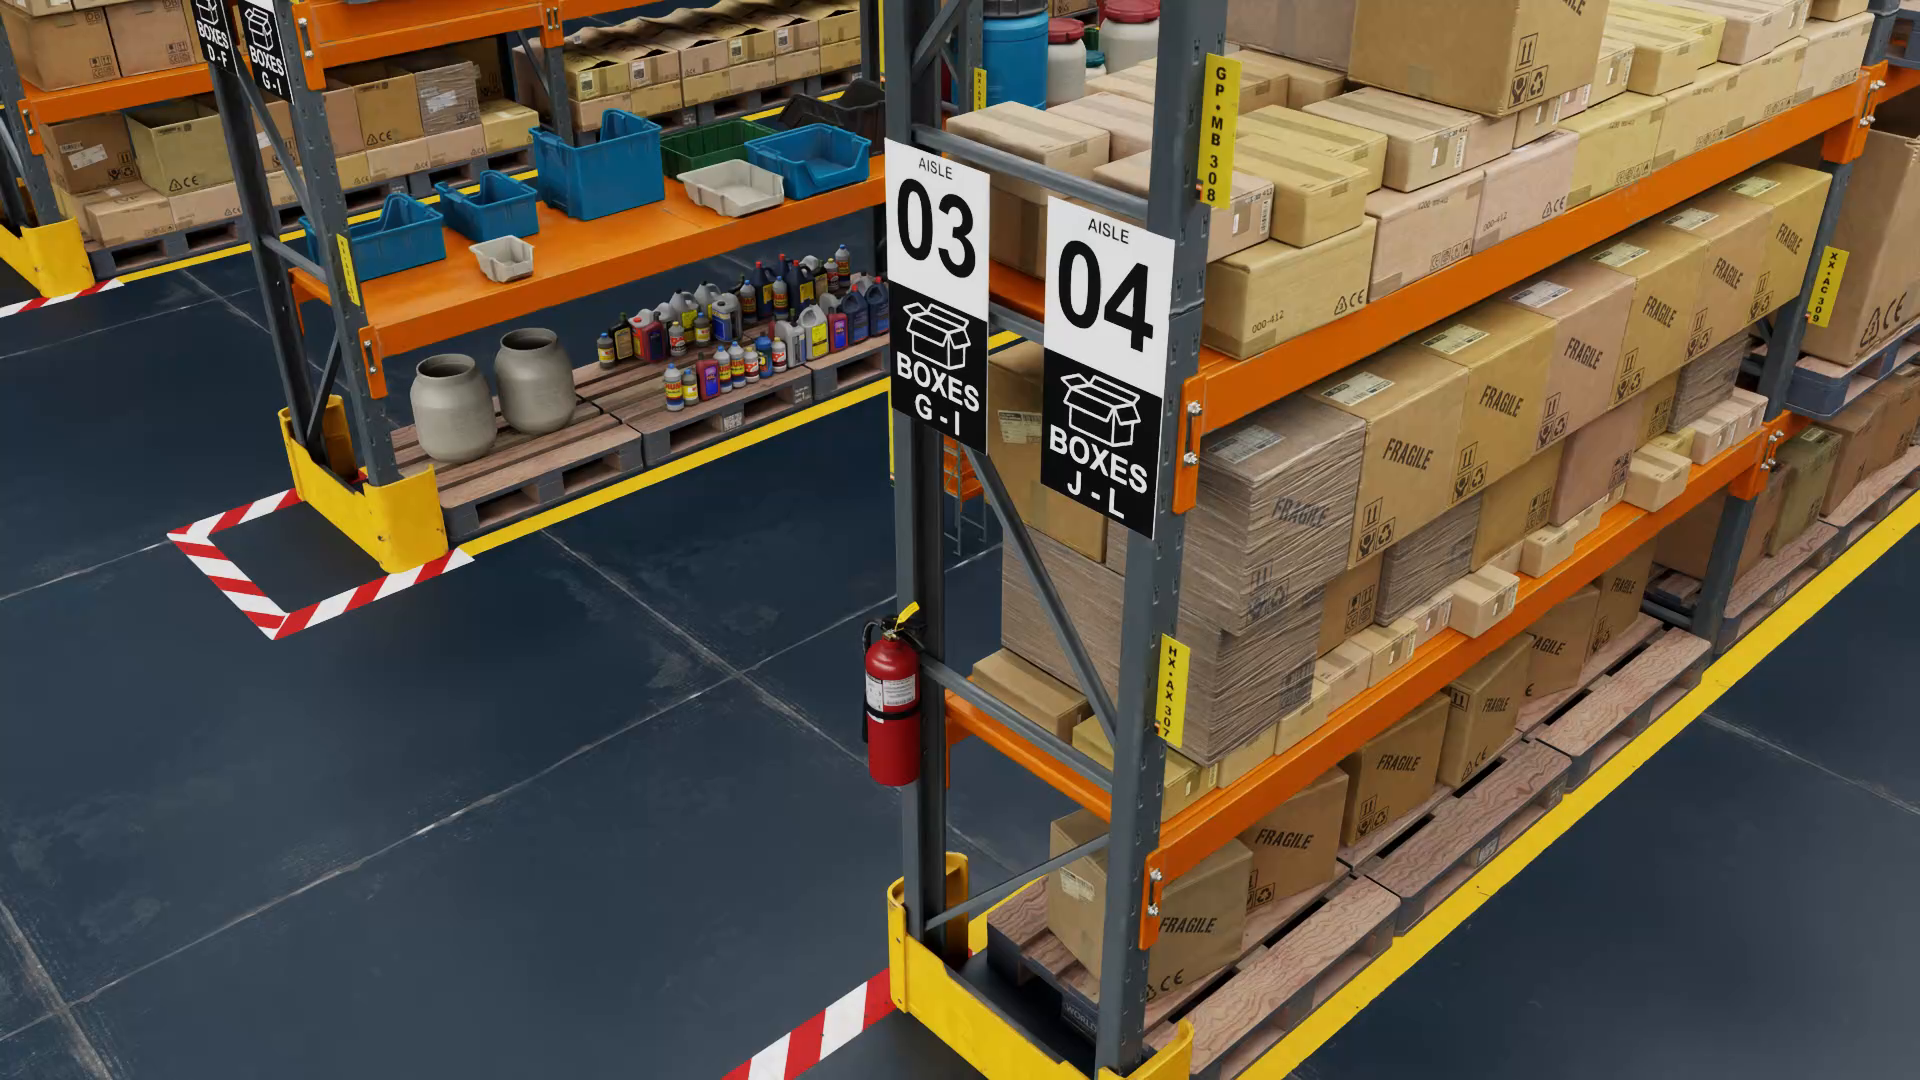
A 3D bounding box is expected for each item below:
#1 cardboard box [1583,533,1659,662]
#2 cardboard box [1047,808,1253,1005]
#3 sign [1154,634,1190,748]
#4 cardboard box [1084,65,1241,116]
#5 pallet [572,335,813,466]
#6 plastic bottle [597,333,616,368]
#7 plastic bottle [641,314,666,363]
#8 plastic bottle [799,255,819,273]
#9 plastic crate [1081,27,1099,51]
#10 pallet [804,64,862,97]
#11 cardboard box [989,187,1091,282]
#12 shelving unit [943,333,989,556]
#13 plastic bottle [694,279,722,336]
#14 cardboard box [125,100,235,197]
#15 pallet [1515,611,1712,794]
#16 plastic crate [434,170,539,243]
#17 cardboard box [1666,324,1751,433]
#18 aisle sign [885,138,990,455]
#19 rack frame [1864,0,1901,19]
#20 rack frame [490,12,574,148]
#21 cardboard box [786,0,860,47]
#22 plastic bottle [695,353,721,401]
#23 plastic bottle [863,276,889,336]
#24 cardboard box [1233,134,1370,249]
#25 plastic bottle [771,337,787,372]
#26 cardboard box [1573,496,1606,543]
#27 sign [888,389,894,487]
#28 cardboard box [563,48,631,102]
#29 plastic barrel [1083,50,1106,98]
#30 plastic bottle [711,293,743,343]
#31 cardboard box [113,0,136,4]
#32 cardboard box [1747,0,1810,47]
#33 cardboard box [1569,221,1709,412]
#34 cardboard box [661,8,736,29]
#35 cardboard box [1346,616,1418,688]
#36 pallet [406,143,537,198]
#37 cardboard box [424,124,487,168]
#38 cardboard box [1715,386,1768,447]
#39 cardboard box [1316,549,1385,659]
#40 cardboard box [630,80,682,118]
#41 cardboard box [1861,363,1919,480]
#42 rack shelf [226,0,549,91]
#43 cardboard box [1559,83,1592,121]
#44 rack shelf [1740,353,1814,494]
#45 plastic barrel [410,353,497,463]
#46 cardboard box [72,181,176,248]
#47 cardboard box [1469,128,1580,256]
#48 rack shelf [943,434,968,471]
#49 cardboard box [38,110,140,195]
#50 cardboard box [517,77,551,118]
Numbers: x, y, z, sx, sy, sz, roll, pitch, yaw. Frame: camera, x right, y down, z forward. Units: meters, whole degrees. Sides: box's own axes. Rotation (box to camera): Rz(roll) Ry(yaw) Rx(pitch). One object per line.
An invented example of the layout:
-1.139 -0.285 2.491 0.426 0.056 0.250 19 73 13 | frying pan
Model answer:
2.800 0.156 7.613 0.500 0.500 0.500 -27 41 -37 | cardboard box
0.657 1.233 5.851 0.500 0.500 0.500 -18 36 -27 | cardboard box
0.557 0.399 4.392 0.005 0.325 0.100 -26 40 -35 | sign
0.576 -1.229 4.771 0.380 0.149 0.250 27 41 37 | cardboard box
-1.662 -0.906 10.029 1.213 0.211 1.003 -26 40 -35 | pallet
-2.131 -1.147 10.010 0.097 0.201 0.097 0 31 0 | plastic bottle
-1.855 -1.220 10.052 0.133 0.283 0.061 -26 40 -35 | plastic bottle
-0.997 -1.708 10.856 0.135 0.276 0.152 -24 39 -34 | plastic bottle
0.838 -3.388 11.618 0.662 0.188 0.450 -26 40 -35 | plastic crate
-1.309 -4.601 16.071 1.213 0.211 1.003 -26 40 -35 | pallet
0.369 -0.923 4.652 0.500 0.250 0.500 -25 39 -34 | cardboard box
-0.011 -0.507 8.429 0.189 1.200 0.258 -26 40 -35 | shelving unit
-1.571 -1.465 10.387 0.185 0.351 0.144 -26 40 -36 | plastic bottle
-5.635 -2.839 12.032 0.500 0.500 0.500 -26 40 -35 | cardboard box
2.652 0.584 7.593 1.213 0.211 1.003 -26 40 -35 | pallet
-2.536 -1.790 8.945 0.408 0.251 0.499 -26 40 -35 | plastic crate
2.749 -0.891 6.951 0.500 0.500 0.875 -26 40 -35 | cardboard box
-0.062 -0.641 4.431 0.004 0.787 0.394 -26 40 -35 | aisle sign
3.121 -3.417 5.712 0.127 3.000 1.000 -26 40 -35 | rack frame
-3.612 -4.649 13.477 0.127 3.000 1.000 -26 40 -35 | rack frame
-1.272 -4.846 15.495 0.500 0.311 0.500 -27 40 -36 | cardboard box
-1.460 -0.960 9.626 0.133 0.283 0.061 -25 39 -35 | plastic bottle
-0.523 -1.471 10.398 0.185 0.351 0.144 -27 41 -37 | plastic bottle
0.803 -0.889 4.215 0.250 0.149 0.380 -25 39 -34 | cardboard box
-1.090 -1.116 9.961 0.097 0.201 0.097 0 31 0 | plastic bottle
2.213 -0.137 6.340 0.250 0.149 0.380 -26 40 -35 | cardboard box
-0.175 -0.287 4.931 0.005 0.325 0.100 -26 40 -35 | sign
-3.140 -3.945 14.022 0.500 0.311 0.500 -26 40 -35 | cardboard box
0.828 -3.104 11.084 0.301 0.262 0.301 0 31 0 | plastic barrel
-1.452 -1.385 10.329 0.135 0.276 0.152 -26 40 -35 | plastic bottle
-5.735 -3.789 11.353 0.250 0.149 0.380 -26 40 -35 | cardboard box
2.696 -1.836 5.763 0.380 0.149 0.250 27 40 37 | cardboard box
2.245 -0.834 5.899 0.500 0.500 0.500 -26 40 -35 | cardboard box
-2.394 -4.687 15.236 0.500 0.311 0.500 -26 40 -36 | cardboard box
1.306 0.312 5.606 0.250 0.149 0.380 -26 40 -35 | cardboard box
-4.224 -3.193 13.769 1.213 0.211 1.003 -26 40 -35 | pallet
-4.177 -3.233 13.395 0.500 0.250 0.500 -26 40 -35 | cardboard box
3.163 -0.562 7.034 0.250 0.149 0.380 -26 40 -35 | cardboard box
0.895 -0.016 5.520 0.500 0.500 0.875 -26 40 -35 | cardboard box
-2.772 -3.884 14.459 0.500 0.250 0.500 -25 39 -34 | cardboard box
4.767 -0.747 9.071 0.500 0.500 0.700 -22 38 -32 | cardboard box
-1.713 -3.016 8.621 4.000 0.370 1.077 -26 40 -35 | rack shelf
1.675 -1.389 5.032 0.250 0.149 0.380 -26 40 -36 | cardboard box
4.587 -1.260 8.625 4.000 0.370 1.077 -26 40 -35 | rack shelf
-2.749 -0.714 9.025 0.421 0.512 0.421 0 31 0 | plastic barrel
-6.001 -2.341 11.936 0.500 0.250 0.500 -26 40 -35 | cardboard box
1.457 -1.086 4.919 0.500 0.250 0.500 -26 40 -36 | cardboard box
-0.011 -0.469 8.452 0.180 0.103 0.258 -26 40 -35 | rack shelf
-6.354 -2.860 12.066 0.500 0.500 0.500 -26 40 -35 | cardboard box
-3.505 -3.913 14.506 0.500 0.250 0.500 -26 40 -36 | cardboard box
